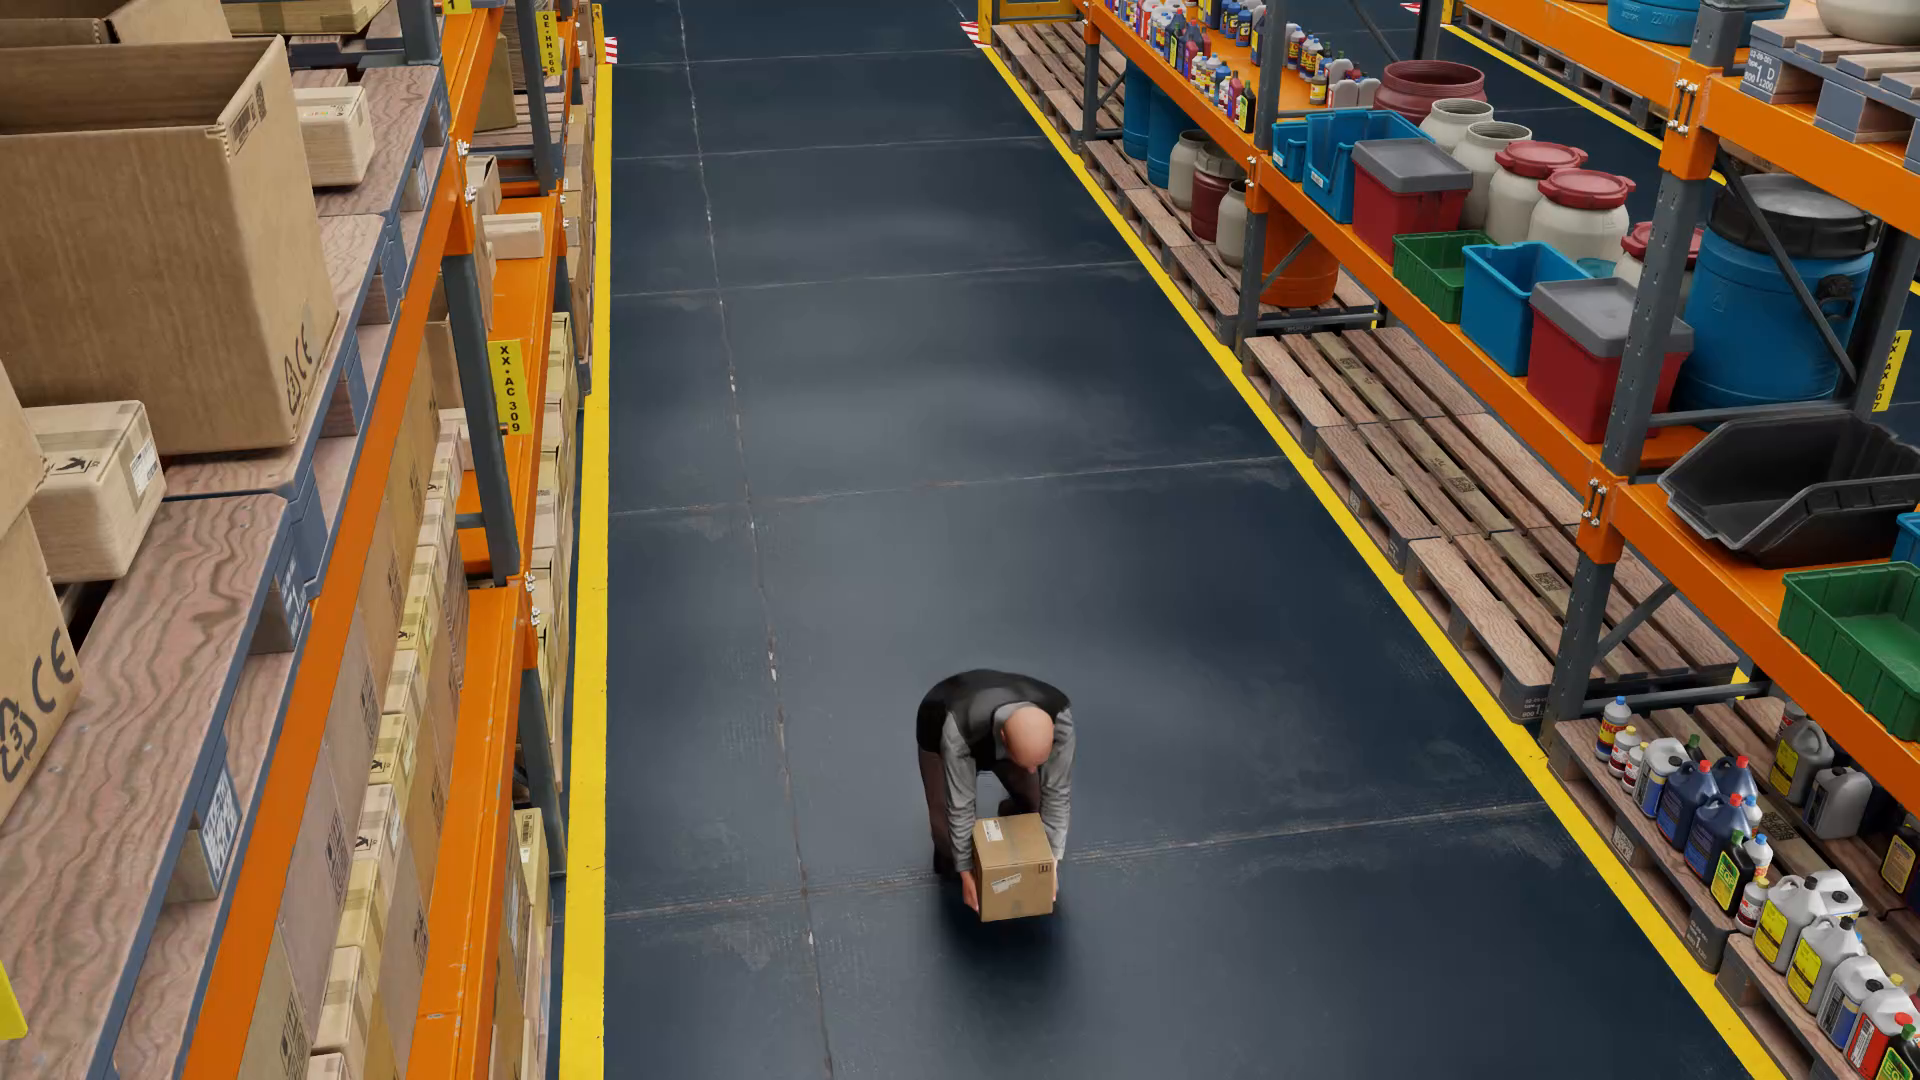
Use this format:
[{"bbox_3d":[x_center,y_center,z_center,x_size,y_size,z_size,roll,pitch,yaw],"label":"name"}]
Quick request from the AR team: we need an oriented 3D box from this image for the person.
[{"bbox_3d":[0.129,0.836,5.987,0.511,0.972,0.871,-6,31,-10],"label":"person"}]
